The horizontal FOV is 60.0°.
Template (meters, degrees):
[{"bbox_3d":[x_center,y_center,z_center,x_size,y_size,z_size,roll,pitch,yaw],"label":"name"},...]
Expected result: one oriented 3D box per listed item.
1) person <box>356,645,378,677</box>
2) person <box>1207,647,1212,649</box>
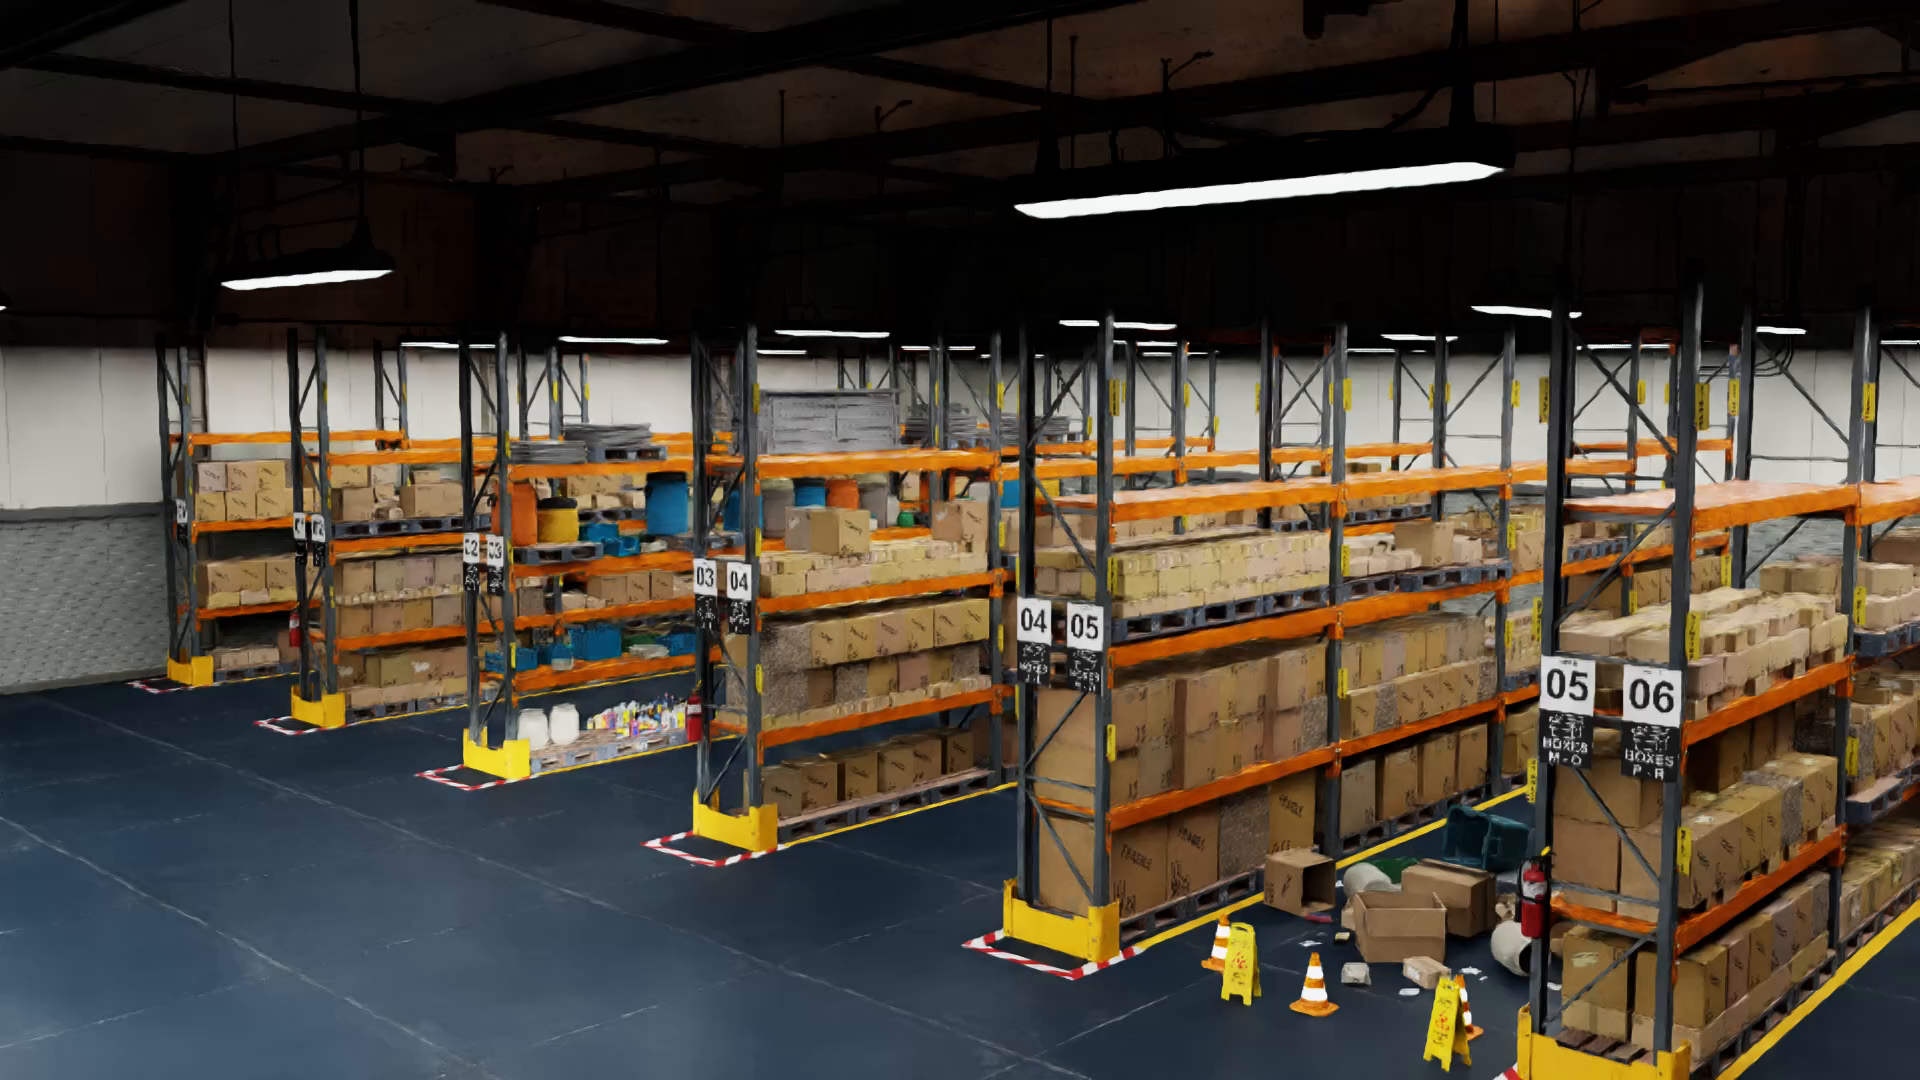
[{"bbox_3d":[-10.340,1.596,29.004,0.719,1.714,0.575,5,7,42],"label":"person"},{"bbox_3d":[3.306,2.223,22.485,0.435,1.671,0.492,2,6,18],"label":"person"}]
